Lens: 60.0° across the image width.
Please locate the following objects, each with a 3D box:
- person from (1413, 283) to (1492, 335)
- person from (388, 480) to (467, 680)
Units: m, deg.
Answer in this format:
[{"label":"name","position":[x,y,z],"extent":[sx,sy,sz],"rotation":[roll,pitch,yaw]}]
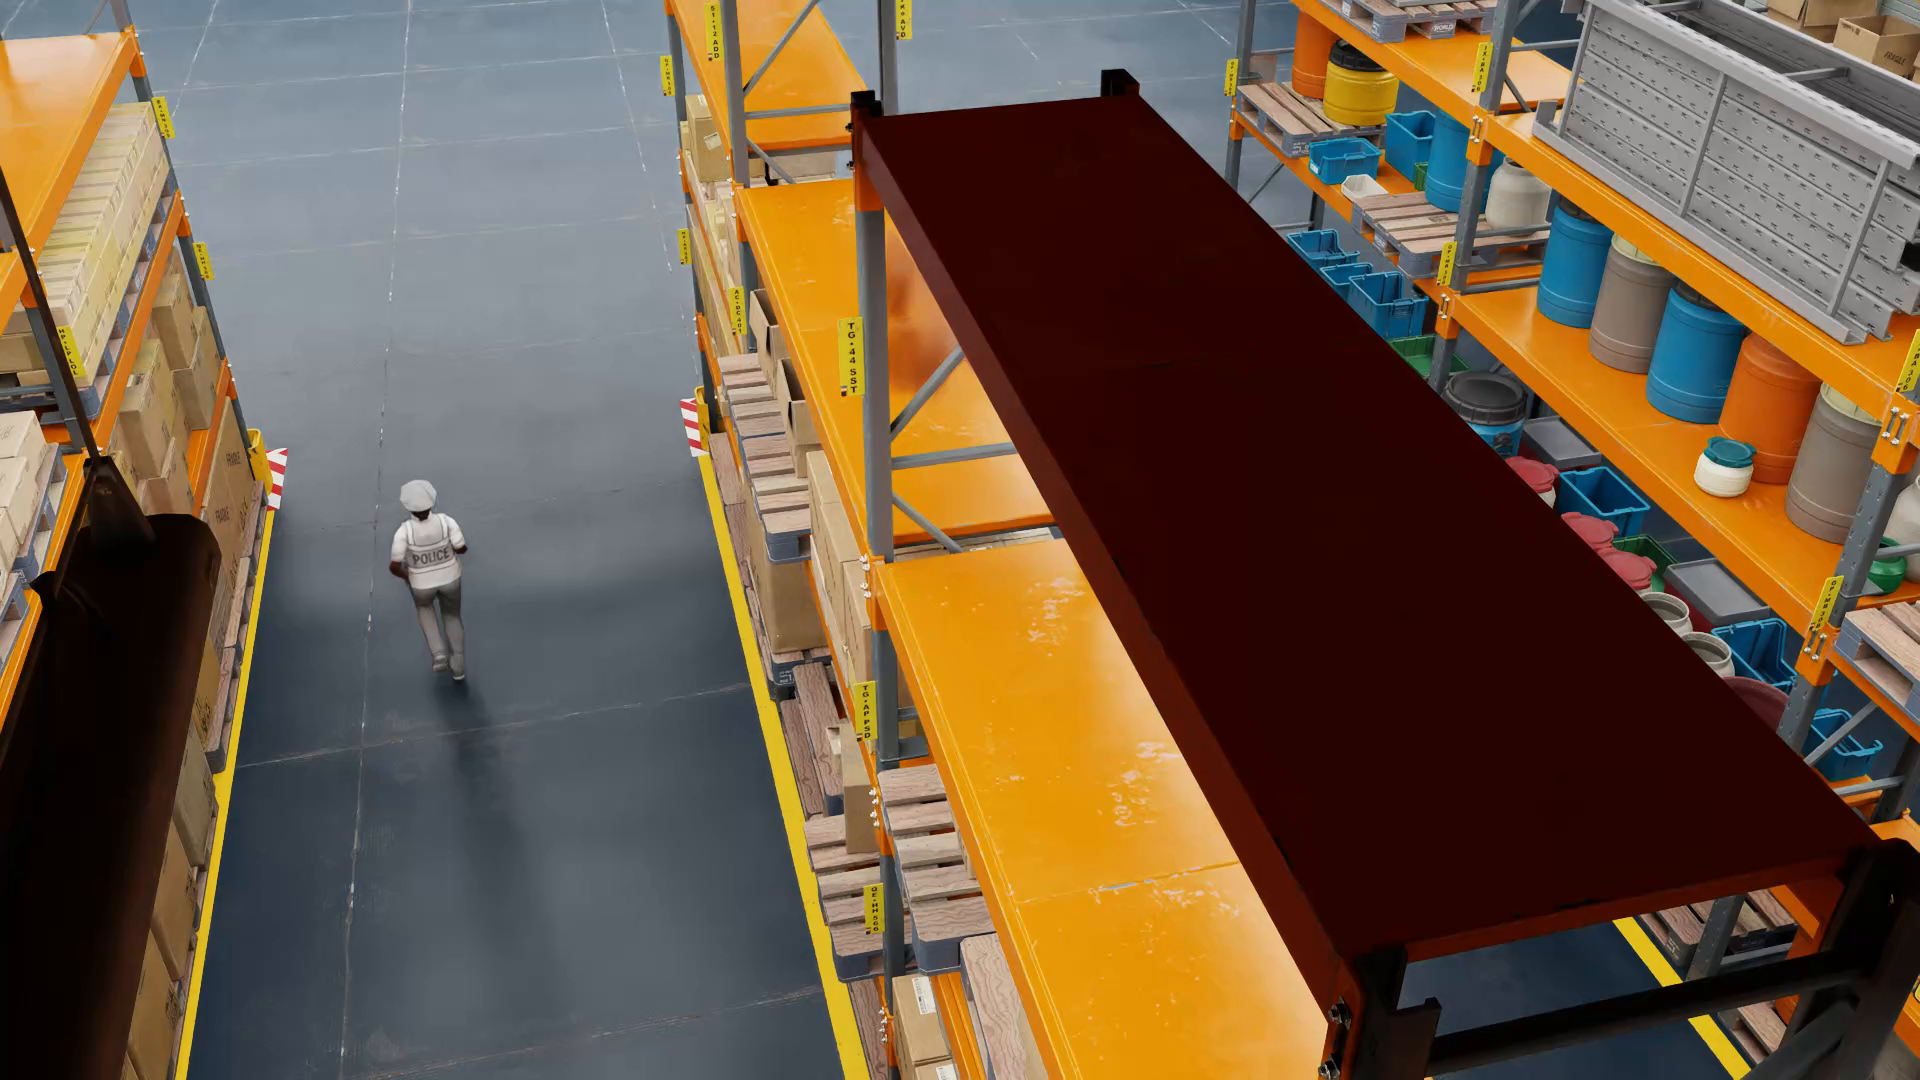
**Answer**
[{"label":"person","position":[4.526,-2.101,15.598],"extent":[0.667,1.843,0.817],"rotation":[-14,37,-20]},{"label":"person","position":[-3.892,0.249,12.246],"extent":[0.563,1.658,0.572],"rotation":[-13,37,-18]}]
